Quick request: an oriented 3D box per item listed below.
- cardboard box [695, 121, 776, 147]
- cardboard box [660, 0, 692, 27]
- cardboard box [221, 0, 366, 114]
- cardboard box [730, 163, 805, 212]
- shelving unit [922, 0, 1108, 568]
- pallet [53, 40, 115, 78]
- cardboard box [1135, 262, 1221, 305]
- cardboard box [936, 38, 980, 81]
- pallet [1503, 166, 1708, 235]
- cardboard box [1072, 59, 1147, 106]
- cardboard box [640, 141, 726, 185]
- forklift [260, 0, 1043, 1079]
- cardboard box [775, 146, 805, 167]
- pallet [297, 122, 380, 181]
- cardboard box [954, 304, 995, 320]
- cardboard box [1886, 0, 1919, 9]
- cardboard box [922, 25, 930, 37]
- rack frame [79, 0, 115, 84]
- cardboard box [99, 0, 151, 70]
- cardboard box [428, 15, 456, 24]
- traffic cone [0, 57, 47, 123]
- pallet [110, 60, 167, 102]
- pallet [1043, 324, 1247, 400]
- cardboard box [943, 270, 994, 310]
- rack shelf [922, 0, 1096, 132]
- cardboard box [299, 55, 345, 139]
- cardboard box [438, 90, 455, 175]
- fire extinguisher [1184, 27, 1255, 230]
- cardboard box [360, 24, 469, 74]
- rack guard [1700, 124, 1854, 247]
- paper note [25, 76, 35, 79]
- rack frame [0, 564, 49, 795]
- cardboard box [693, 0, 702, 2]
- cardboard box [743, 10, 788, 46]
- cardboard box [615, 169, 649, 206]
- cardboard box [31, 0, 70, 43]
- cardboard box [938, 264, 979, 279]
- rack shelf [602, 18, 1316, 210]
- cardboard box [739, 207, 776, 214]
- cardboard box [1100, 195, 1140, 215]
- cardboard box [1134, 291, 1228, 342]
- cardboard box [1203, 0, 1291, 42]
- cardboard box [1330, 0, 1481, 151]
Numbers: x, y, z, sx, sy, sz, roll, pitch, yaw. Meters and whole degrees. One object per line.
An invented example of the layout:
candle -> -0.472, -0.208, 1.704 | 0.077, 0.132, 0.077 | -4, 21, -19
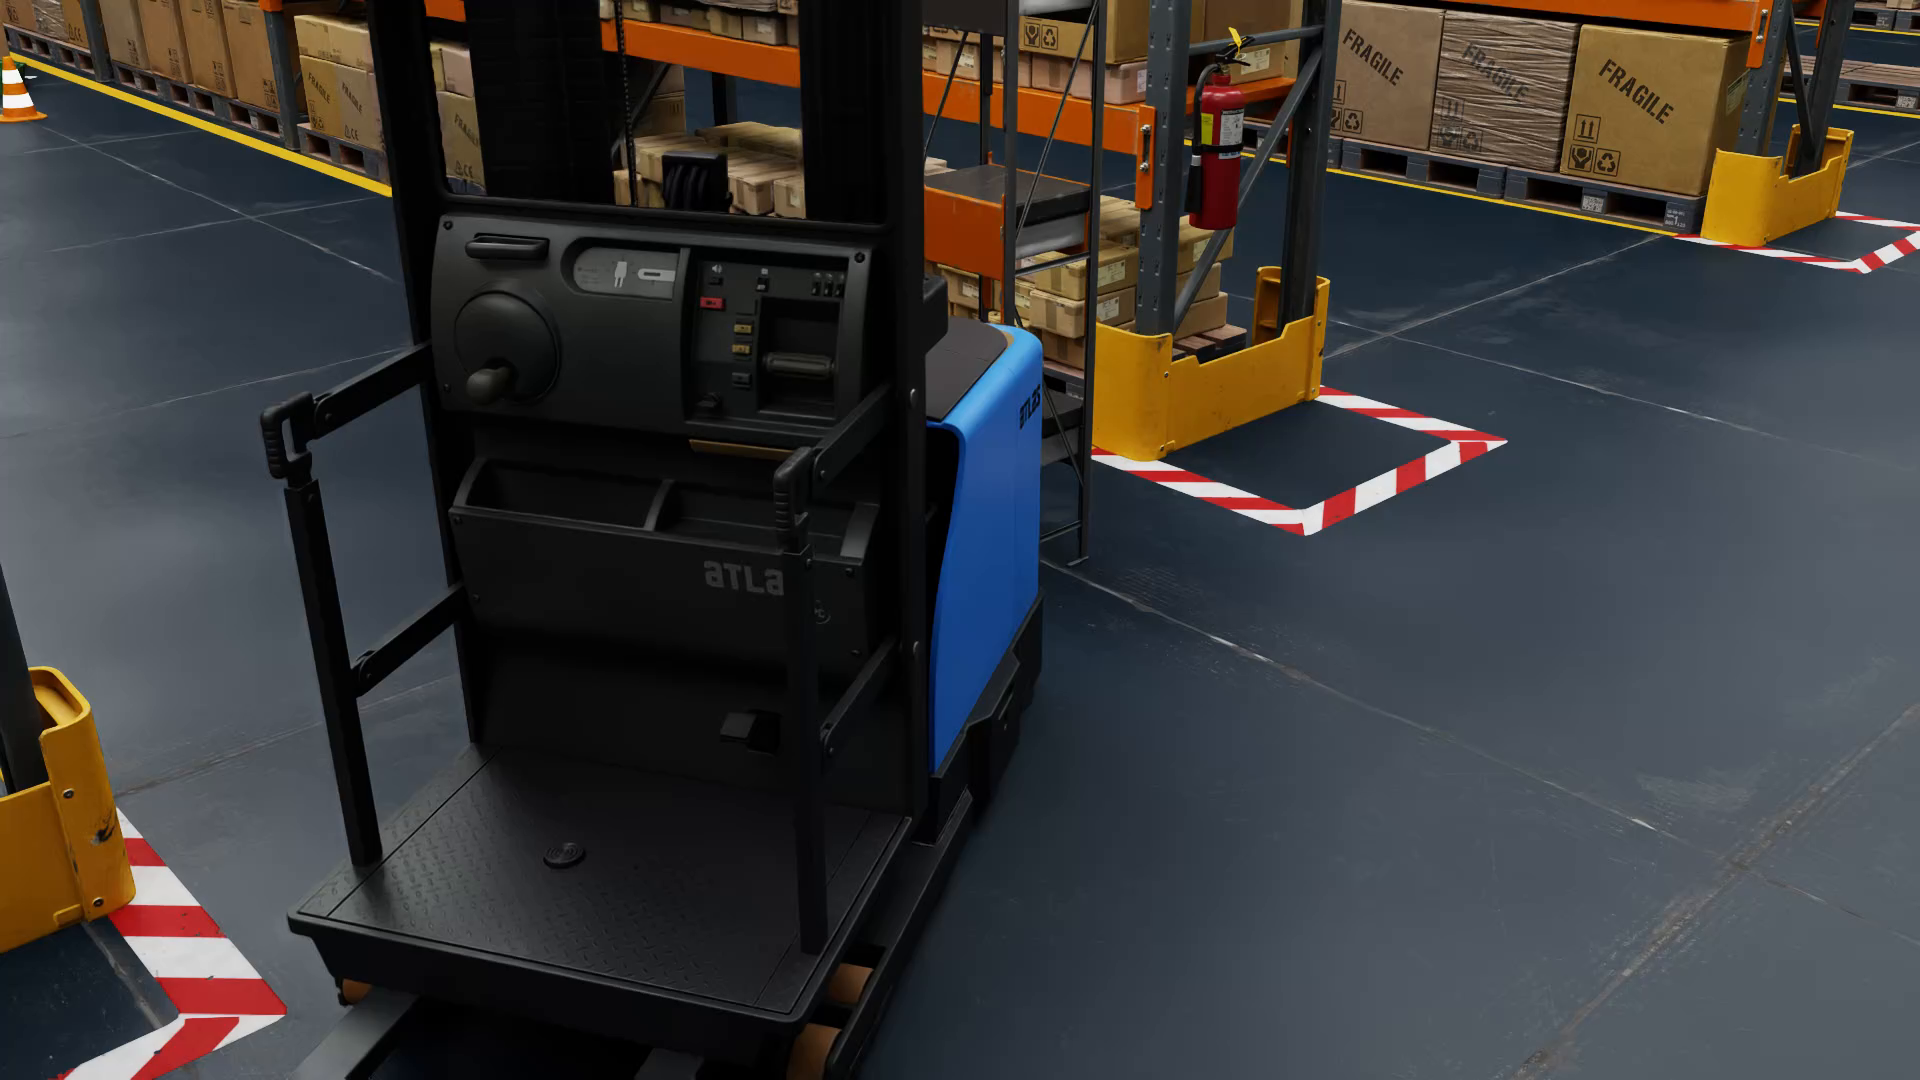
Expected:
cardboard box -> -1.230, -2.192, 9.153 | 0.380, 0.149, 0.250 | -20, 31, -37
cardboard box -> -1.257, -2.645, 8.237 | 0.250, 0.149, 0.380 | 22, 33, 39
cardboard box -> -4.748, -3.651, 12.343 | 1.050, 0.750, 0.750 | -22, 32, -39
cardboard box -> -0.916, -1.727, 8.134 | 0.380, 0.149, 0.250 | -20, 31, -37
shelving unit -> 0.113, -0.905, 5.204 | 0.431, 2.100, 0.503 | -21, 32, -38
pallet -> -7.594, -4.469, 15.292 | 1.003, 0.211, 1.213 | -21, 32, -38
cardboard box -> 0.900, -1.110, 7.140 | 0.380, 0.149, 0.250 | -20, 31, -36
cardboard box -> 0.125, -1.982, 6.783 | 0.380, 0.149, 0.250 | -20, 31, -37
pallet -> 4.157, -2.177, 10.268 | 1.003, 0.211, 1.213 | -21, 32, -38
cardboard box -> 0.641, -1.754, 6.283 | 0.380, 0.149, 0.250 | -21, 32, -38
cardboard box -> -1.434, -1.963, 8.650 | 0.380, 0.149, 0.250 | -19, 31, -36
forklift -> -0.677, -0.393, 3.080 | 1.130, 2.935, 3.031 | 7, 25, 15
cardboard box -> -0.731, -1.952, 8.626 | 0.380, 0.149, 0.250 | -20, 31, -37
pallet -> -3.864, -2.767, 11.562 | 1.003, 0.211, 1.213 | -21, 32, -38
cardboard box -> 0.191, -0.997, 7.251 | 0.380, 0.149, 0.250 | -21, 32, -39
cardboard box -> 9.988, -5.710, 17.536 | 0.380, 0.166, 0.250 | -21, 32, -38
cardboard box -> -0.126, -2.402, 6.922 | 0.500, 0.500, 0.500 | -21, 32, -38
rack frame -> -7.131, -5.485, 14.159 | 1.000, 3.000, 0.127 | -21, 32, -38
cardboard box -> -6.641, -4.490, 14.183 | 1.050, 0.750, 0.750 | -21, 32, -39
cardboard box -> -3.385, -3.385, 11.159 | 0.500, 0.250, 0.500 | -21, 32, -38
traffic cone -> -7.317, -3.496, 12.856 | 0.336, 0.463, 0.334 | -21, 32, -38
pallet -> -6.549, -4.004, 14.272 | 1.003, 0.211, 1.213 | -21, 32, -38
pallet -> 0.489, -0.860, 7.381 | 1.003, 0.211, 1.213 | -21, 32, -38
cardboard box -> 0.145, -1.115, 7.150 | 0.250, 0.149, 0.380 | 22, 33, 40
rack shelf -> 0.113, -1.530, 4.919 | 0.431, 0.518, 0.480 | -21, 32, -38
cardboard box -> -4.100, -3.040, 11.306 | 0.500, 0.500, 0.500 | 22, 33, 40
cardboard box -> -3.051, -2.580, 10.297 | 0.500, 0.500, 0.500 | -22, 33, -40
fire extinguisher -> 0.906, -1.437, 5.829 | 0.296, 0.674, 0.183 | -21, 32, -38
cardboard box -> -3.427, -3.083, 10.497 | 0.500, 0.250, 0.500 | -21, 32, -38
rack guard -> 4.777, -2.081, 9.710 | 1.175, 0.500, 0.348 | -21, 32, -38
paper note -> -8.252, -4.081, 14.659 | 0.142, 0.020, 0.147 | 3, 25, 6
rack frame -> -2.474, -0.415, 3.045 | 1.000, 3.000, 0.127 | -21, 32, -38
cardboard box -> -1.165, -2.873, 7.954 | 0.500, 0.500, 0.500 | -21, 32, -38
cardboard box -> -0.773, -2.383, 7.663 | 0.380, 0.149, 0.250 | -20, 31, -36
cardboard box -> -1.649, -1.890, 8.849 | 0.380, 0.149, 0.250 | -19, 31, -36
cardboard box -> -8.129, -5.192, 15.571 | 0.875, 0.875, 0.875 | -21, 32, -38
cardboard box -> 0.124, -1.237, 7.061 | 0.380, 0.149, 0.250 | -22, 33, -40
rack shelf -> -0.296, -2.128, 7.667 | 1.077, 0.370, 4.000 | -21, 32, -38
cardboard box -> -0.865, -1.603, 8.219 | 0.380, 0.149, 0.250 | -19, 31, -36
cardboard box -> 0.606, -1.431, 7.485 | 0.380, 0.149, 0.250 | -21, 32, -39
cardboard box -> 0.946, -0.993, 7.241 | 0.380, 0.149, 0.250 | -20, 32, -37
cardboard box -> 0.965, -2.245, 6.577 | 0.500, 0.500, 0.500 | -19, 31, -36
cardboard box -> 3.034, -3.167, 11.132 | 0.875, 0.875, 0.875 | -21, 32, -38
